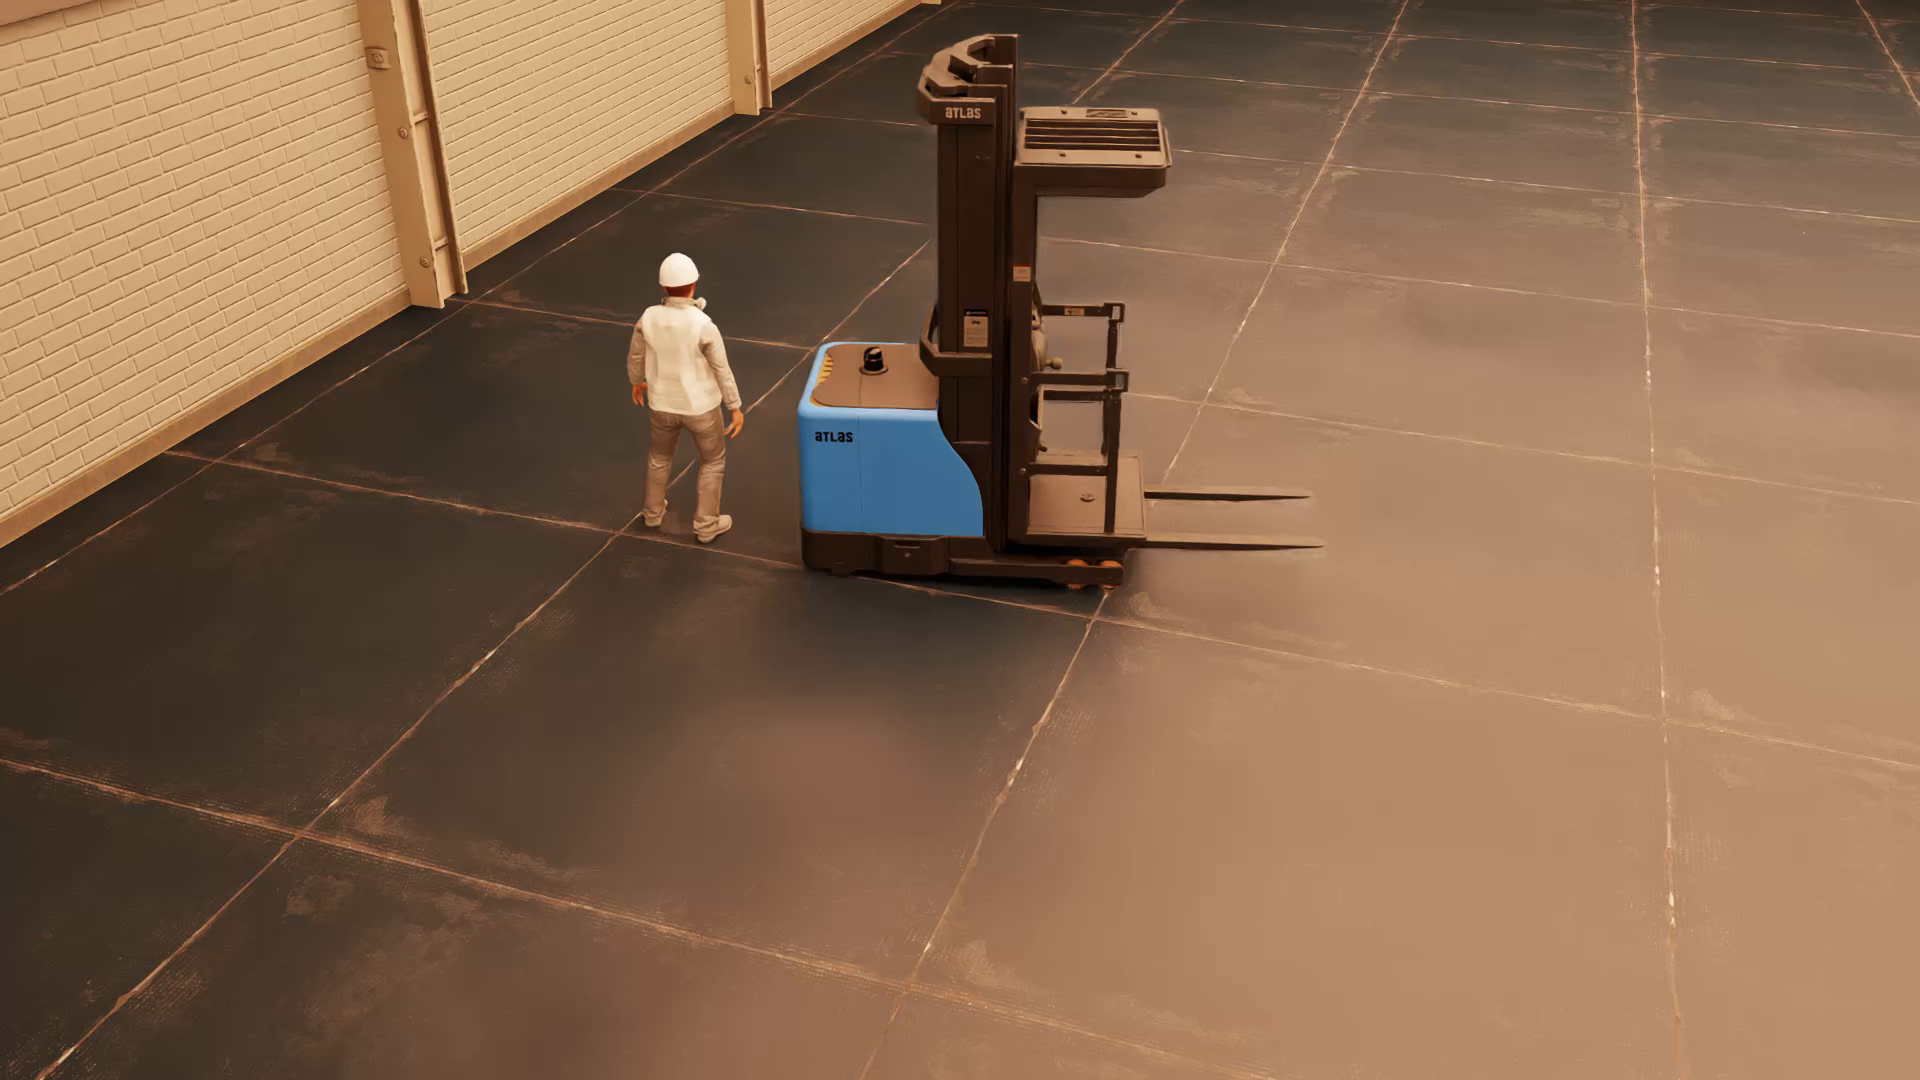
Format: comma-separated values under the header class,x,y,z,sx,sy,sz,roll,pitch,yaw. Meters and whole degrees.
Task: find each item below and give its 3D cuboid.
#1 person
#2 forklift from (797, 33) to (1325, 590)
class,x,y,z,sx,sy,sz,roll,pitch,yaw
person,-1.622,-0.837,9.799,0.756,1.749,0.418,8,31,14
forklift,0.614,-1.260,9.347,3.031,2.935,1.130,2,30,3
